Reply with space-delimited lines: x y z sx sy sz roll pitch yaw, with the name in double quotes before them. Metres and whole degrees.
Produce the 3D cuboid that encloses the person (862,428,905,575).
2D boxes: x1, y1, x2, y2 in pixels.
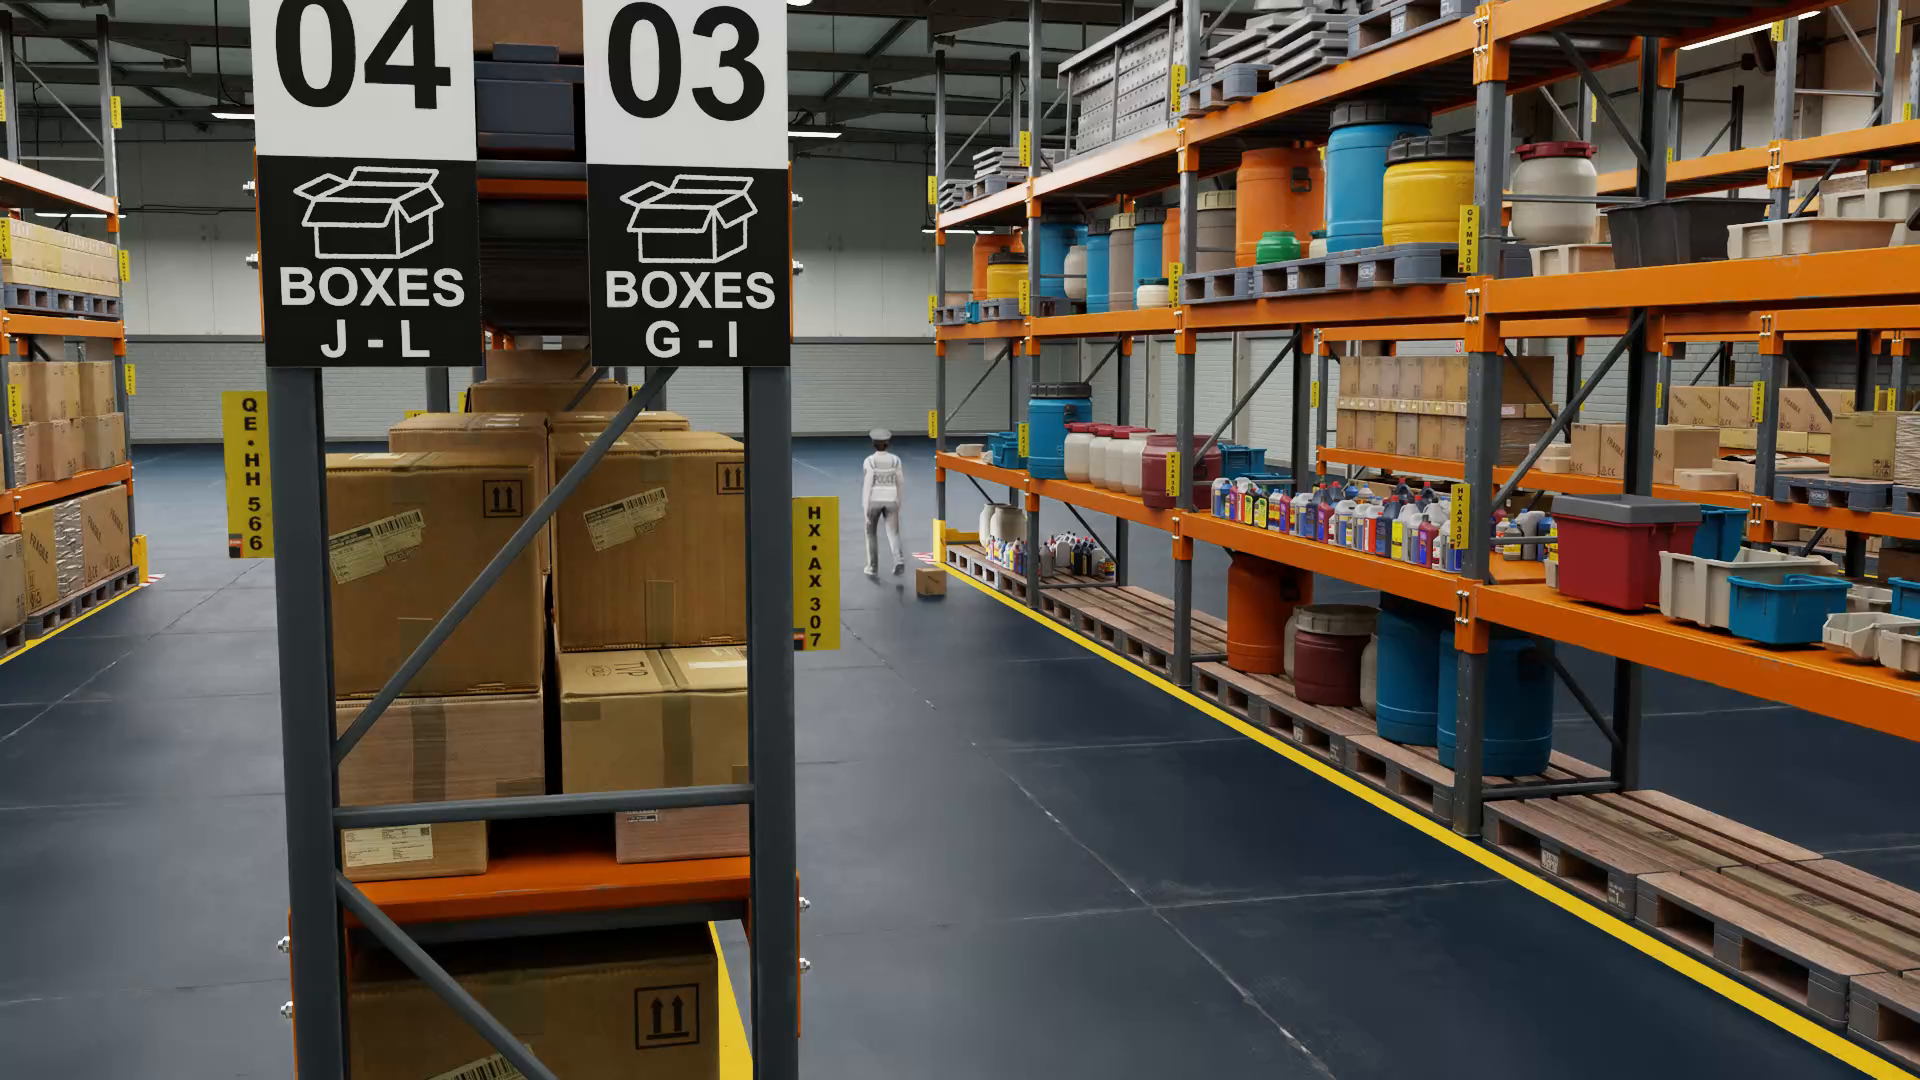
"person" -0.842 -0.405 18.232 0.514 1.639 0.929 -2 6 -16
